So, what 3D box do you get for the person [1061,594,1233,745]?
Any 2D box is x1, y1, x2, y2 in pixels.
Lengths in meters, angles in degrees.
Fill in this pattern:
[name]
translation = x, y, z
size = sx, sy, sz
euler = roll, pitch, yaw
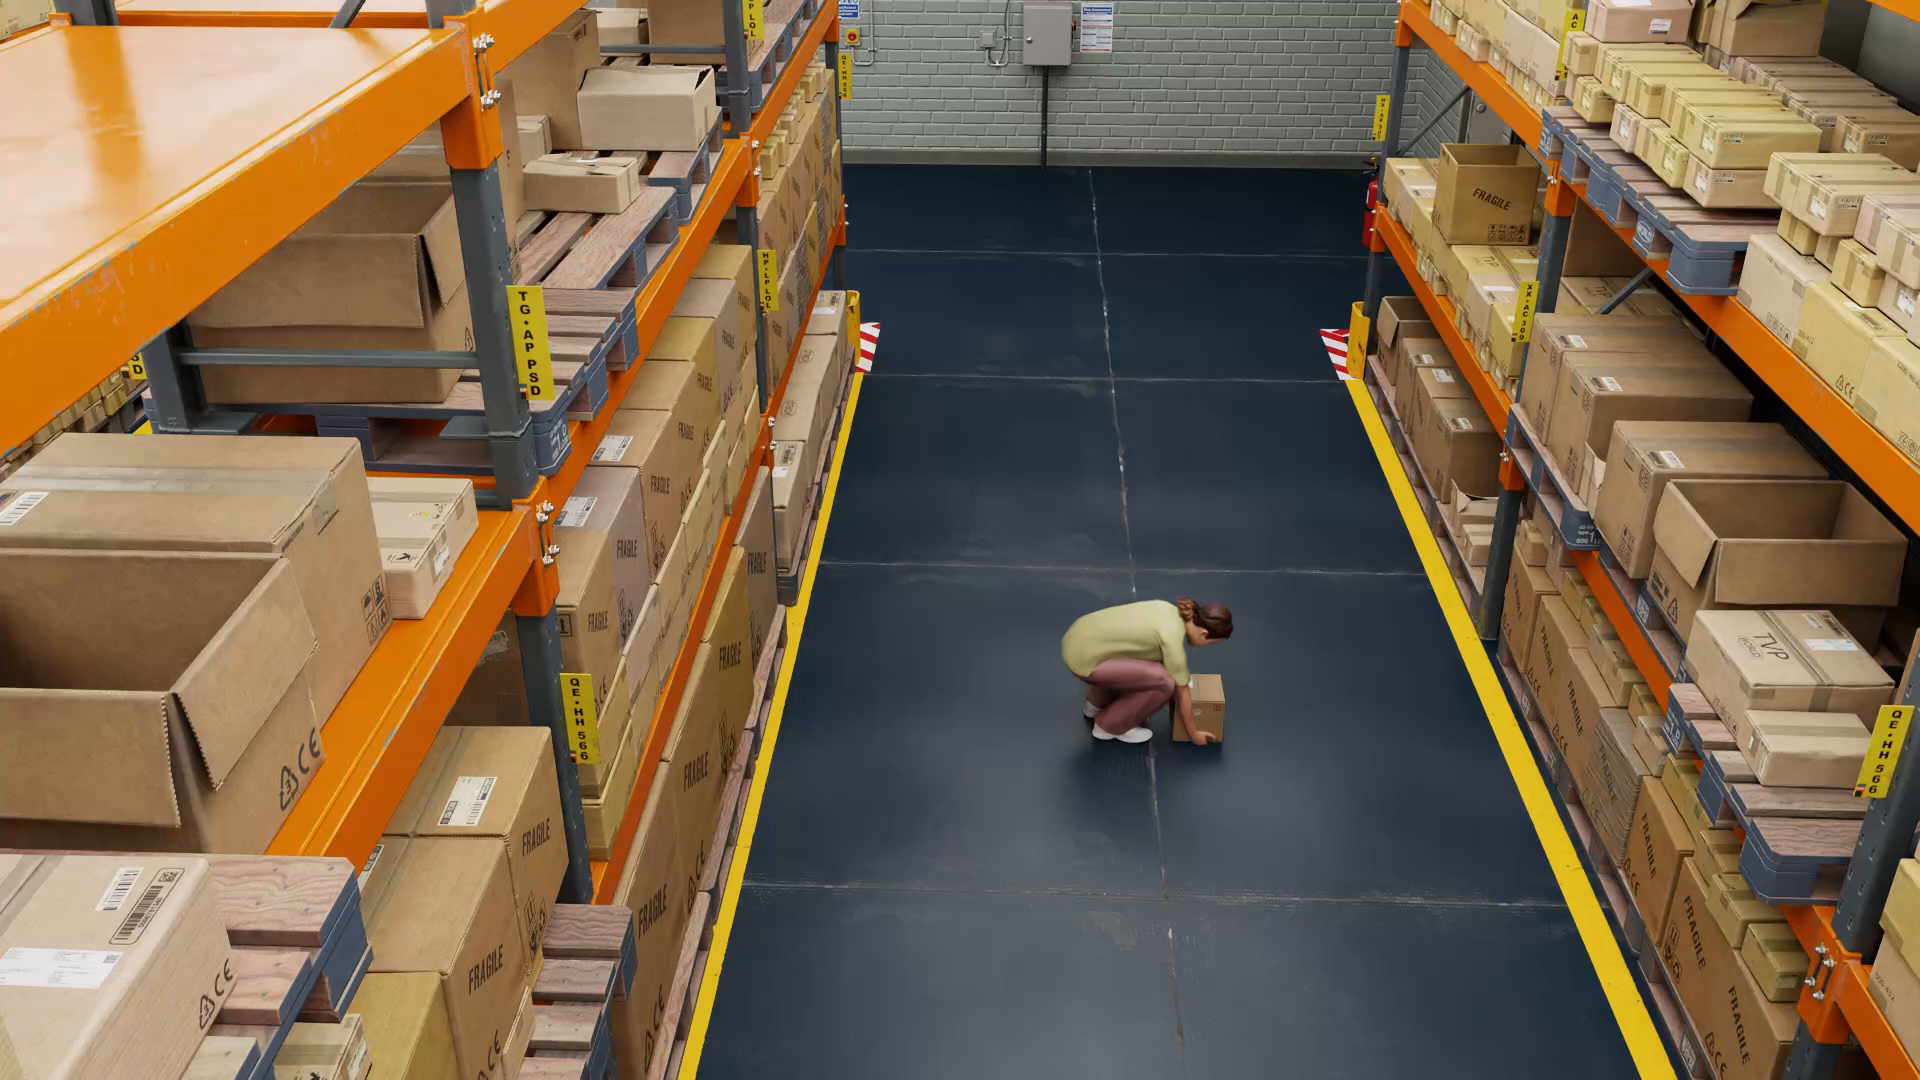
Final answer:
[person]
translation = 0.940, 0.639, 8.432
size = 0.858, 0.767, 0.452
euler = 0, 28, 1
